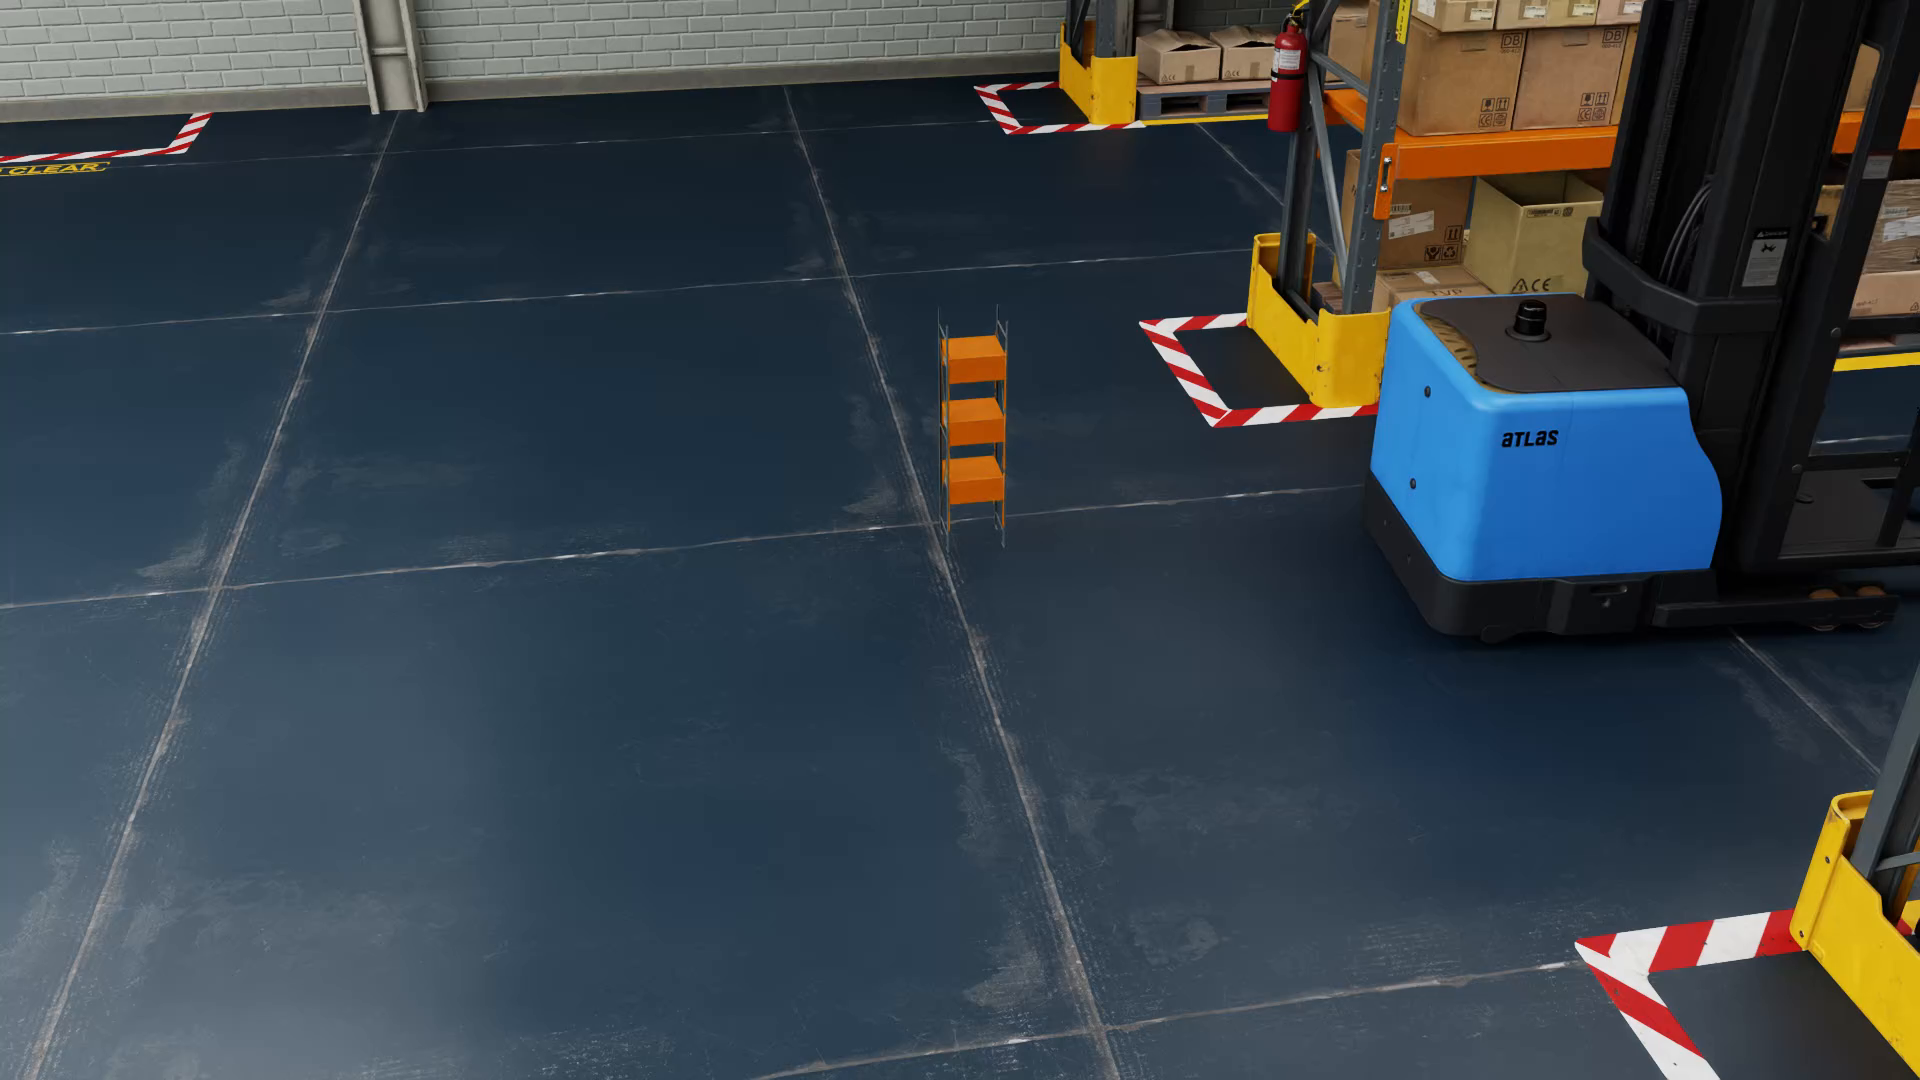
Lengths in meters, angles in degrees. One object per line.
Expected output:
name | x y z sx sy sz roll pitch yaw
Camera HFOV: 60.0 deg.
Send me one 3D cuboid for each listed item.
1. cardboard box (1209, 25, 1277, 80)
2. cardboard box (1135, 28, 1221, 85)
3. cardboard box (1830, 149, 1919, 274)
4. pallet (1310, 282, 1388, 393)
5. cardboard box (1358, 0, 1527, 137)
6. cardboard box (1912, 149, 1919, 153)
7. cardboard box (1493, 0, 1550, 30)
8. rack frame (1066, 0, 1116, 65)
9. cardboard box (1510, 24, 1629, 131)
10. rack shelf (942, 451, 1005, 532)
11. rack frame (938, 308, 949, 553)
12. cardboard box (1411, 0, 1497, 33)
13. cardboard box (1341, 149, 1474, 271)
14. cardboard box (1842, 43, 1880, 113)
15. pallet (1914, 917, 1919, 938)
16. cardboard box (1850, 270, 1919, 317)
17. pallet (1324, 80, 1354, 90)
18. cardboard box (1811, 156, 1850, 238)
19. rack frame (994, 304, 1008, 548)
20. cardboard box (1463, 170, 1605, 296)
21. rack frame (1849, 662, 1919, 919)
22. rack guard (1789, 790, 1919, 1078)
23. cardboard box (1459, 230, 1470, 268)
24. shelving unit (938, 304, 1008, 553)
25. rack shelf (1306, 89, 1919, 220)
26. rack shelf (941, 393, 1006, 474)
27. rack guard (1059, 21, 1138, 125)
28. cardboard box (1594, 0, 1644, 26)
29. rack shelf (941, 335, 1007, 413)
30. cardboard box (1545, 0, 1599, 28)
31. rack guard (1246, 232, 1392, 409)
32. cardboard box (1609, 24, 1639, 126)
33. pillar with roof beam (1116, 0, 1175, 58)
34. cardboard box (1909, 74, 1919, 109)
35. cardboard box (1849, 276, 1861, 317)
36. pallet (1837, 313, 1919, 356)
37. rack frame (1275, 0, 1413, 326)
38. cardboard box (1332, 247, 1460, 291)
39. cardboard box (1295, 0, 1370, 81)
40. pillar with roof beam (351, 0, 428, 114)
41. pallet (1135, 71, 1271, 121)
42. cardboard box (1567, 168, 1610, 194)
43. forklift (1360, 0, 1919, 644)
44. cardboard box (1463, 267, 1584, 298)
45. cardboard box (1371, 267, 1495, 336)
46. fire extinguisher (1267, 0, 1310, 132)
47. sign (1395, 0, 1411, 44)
cardboard box | 2.252 -3.829 13.022 0.500 0.311 0.500 -3 31 -5
cardboard box | 1.691 -3.777 12.933 0.500 0.311 0.500 -9 32 -15
cardboard box | 4.914 -1.752 8.829 0.500 0.500 0.500 -5 31 -9
pallet | 2.635 -1.148 8.993 1.213 0.211 1.003 -5 31 -9
cardboard box | 2.352 -2.338 8.169 0.500 0.500 0.700 -5 31 -9
cardboard box | 5.313 -2.057 9.347 0.500 0.500 0.500 -5 31 -9
cardboard box | 2.575 -2.536 7.864 0.250 0.149 0.380 -6 31 -10
rack frame | 0.995 -4.728 12.332 0.127 3.000 1.000 -5 31 -9
cardboard box | 2.868 -2.389 8.254 0.500 0.500 0.700 -5 31 -8
rack shelf | 0.053 -0.209 7.138 0.240 0.259 0.215 -5 31 -9
rack frame | -0.067 -0.446 6.973 0.008 1.050 0.200 -5 31 -9
cardboard box | 2.315 -2.510 7.821 0.250 0.149 0.380 -6 31 -9
cardboard box | 2.365 -1.775 8.868 0.500 0.500 0.500 -5 31 -9
cardboard box | 4.378 -2.528 8.492 0.500 0.500 0.700 -5 31 -8
pallet | 3.645 1.311 4.812 1.213 0.211 1.003 -5 31 -9
cardboard box | 4.915 -1.428 9.017 0.500 0.250 0.500 -5 31 -9
pallet | 3.072 -3.700 13.333 1.213 0.211 1.003 -5 31 -9
cardboard box | 4.423 -1.704 8.748 0.500 0.500 0.500 -5 31 -9
rack frame | 0.173 -0.469 7.011 0.008 1.050 0.200 -5 31 -9
cardboard box | 2.950 -1.563 8.507 0.500 0.500 0.500 -5 31 -9
rack frame | 2.779 0.211 3.932 0.127 3.000 1.000 -5 31 -9
rack guard | 2.845 1.258 4.617 0.348 0.500 1.175 -5 31 -9
cardboard box | 2.855 -1.503 9.144 0.500 0.250 0.500 -5 31 -9
shelving unit | 0.053 -0.457 6.992 0.252 1.050 0.215 -5 31 -9
rack shelf | 3.858 -2.131 8.625 4.000 0.370 1.077 -5 31 -9
rack shelf | 0.053 -0.448 6.998 0.240 0.259 0.215 -5 31 -9
rack guard | 1.069 -3.658 12.978 0.348 0.500 1.175 -5 31 -9
cardboard box | 3.069 -2.580 7.939 0.250 0.149 0.380 -6 31 -10
rack shelf | 0.053 -0.693 6.854 0.240 0.259 0.215 -5 31 -9
cardboard box | 2.820 -2.558 7.902 0.250 0.149 0.380 -5 31 -9
rack guard | 1.867 -1.179 8.762 0.348 0.500 1.175 -5 31 -9
cardboard box | 3.357 -2.431 8.326 0.500 0.500 0.700 -5 31 -9
pillar with roof beam | 2.303 -5.663 8.003 0.400 9.000 9.100 -5 31 -9
cardboard box | 4.872 -2.572 8.566 0.500 0.500 0.700 -6 31 -9
cardboard box | 4.426 -1.375 8.927 0.500 0.250 0.500 -5 31 -9
pallet | 5.035 -1.370 9.372 1.213 0.211 1.003 -5 31 -9
rack frame | 1.891 -2.259 8.132 0.127 3.000 1.000 -5 31 -9
cardboard box | 2.365 -1.451 9.057 0.500 0.250 0.500 -5 31 -9
cardboard box | 2.983 -3.953 13.045 0.500 0.500 0.700 -7 31 -12
pillar with roof beam | -3.599 -5.115 7.072 0.400 9.000 9.100 -5 31 -9
pallet | 1.875 -3.590 13.147 1.213 0.211 1.003 -5 31 -9
cardboard box | 3.439 -1.615 8.595 0.500 0.500 0.500 -5 31 -9
forklift | 3.304 -1.165 6.340 3.031 2.935 1.130 -3 31 -5
cardboard box | 2.949 -1.240 8.698 0.500 0.250 0.500 -5 31 -9
cardboard box | 2.458 -1.193 8.618 0.500 0.250 0.500 -5 31 -9
fire extinguisher | 1.691 -2.446 8.528 0.183 0.674 0.296 -5 31 -9
sign | 1.985 -2.389 7.421 0.005 0.325 0.100 -5 31 -9
